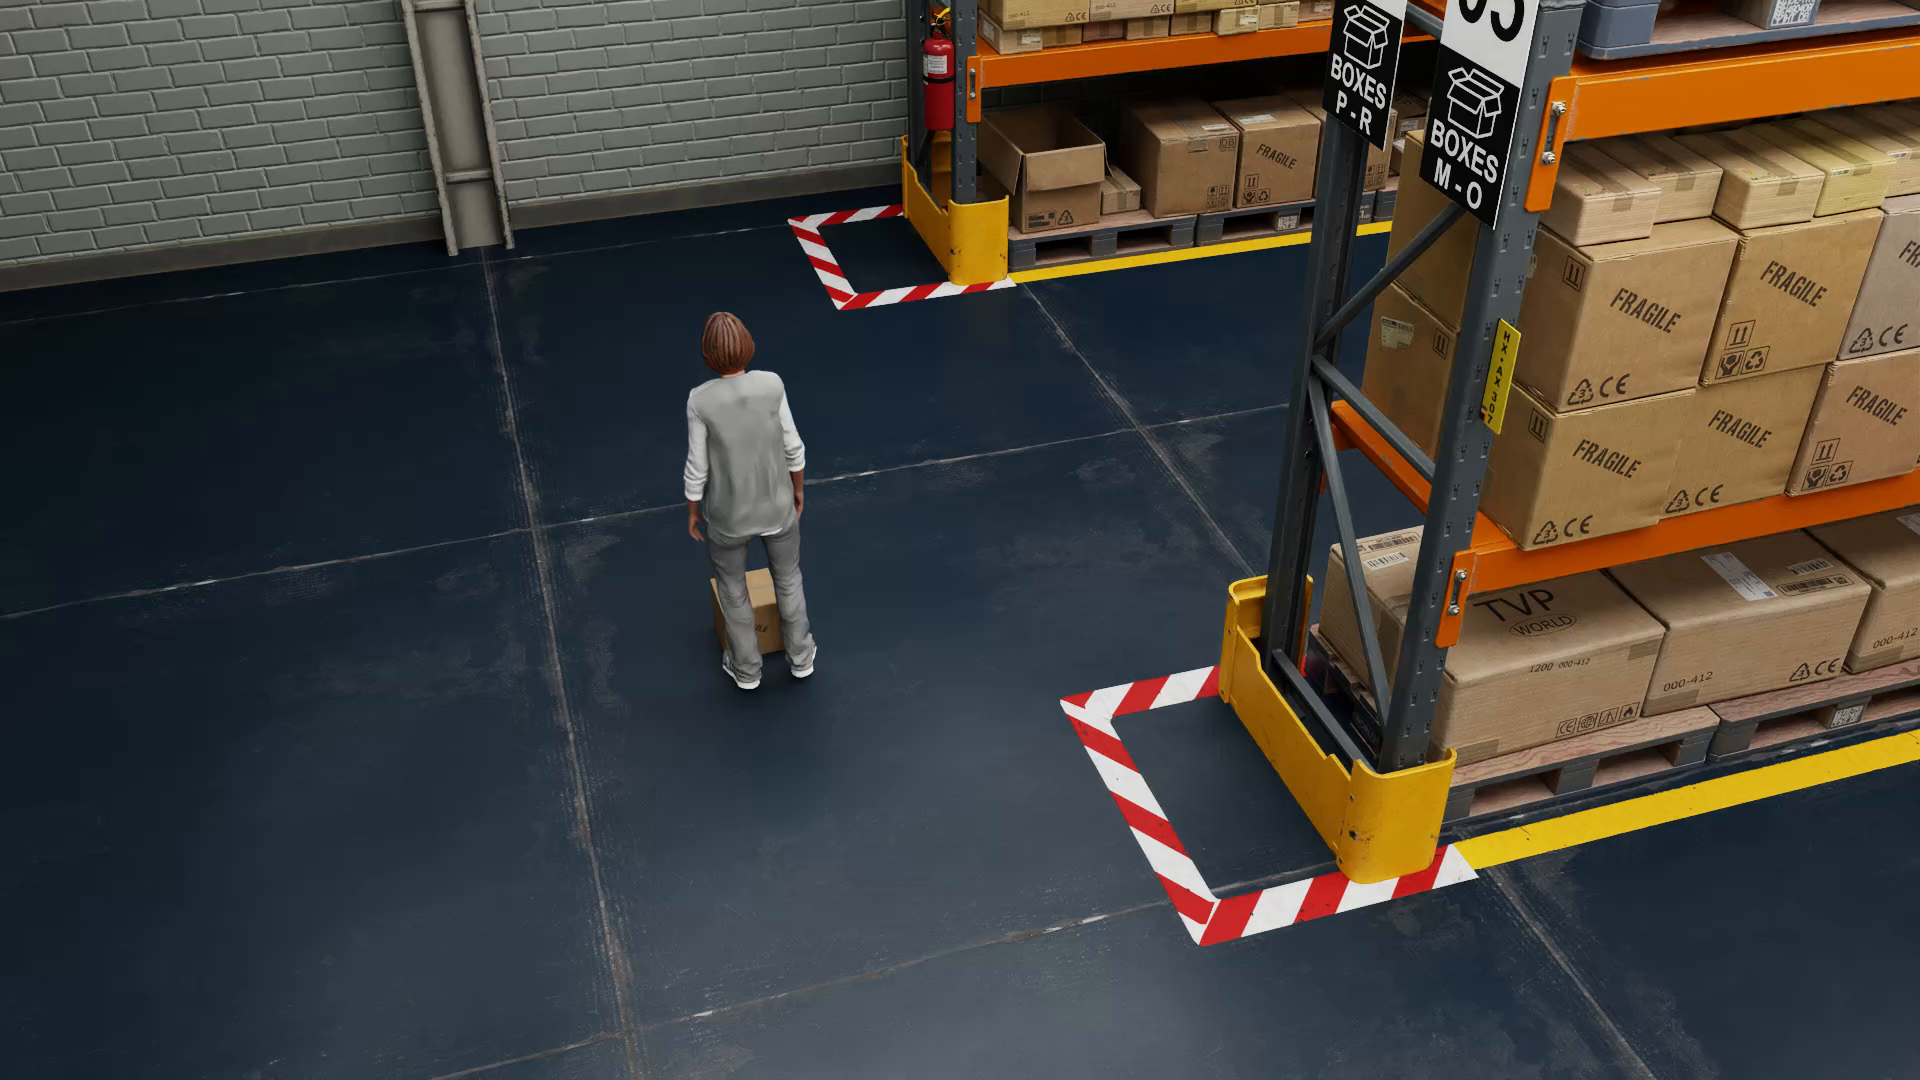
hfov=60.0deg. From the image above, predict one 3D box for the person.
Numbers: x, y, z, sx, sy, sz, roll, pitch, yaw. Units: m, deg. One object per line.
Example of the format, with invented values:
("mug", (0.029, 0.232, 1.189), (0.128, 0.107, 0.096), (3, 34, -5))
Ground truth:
("person", (-0.799, -0.116, 6.321), (0.485, 1.594, 0.341), (-12, 36, -17))
